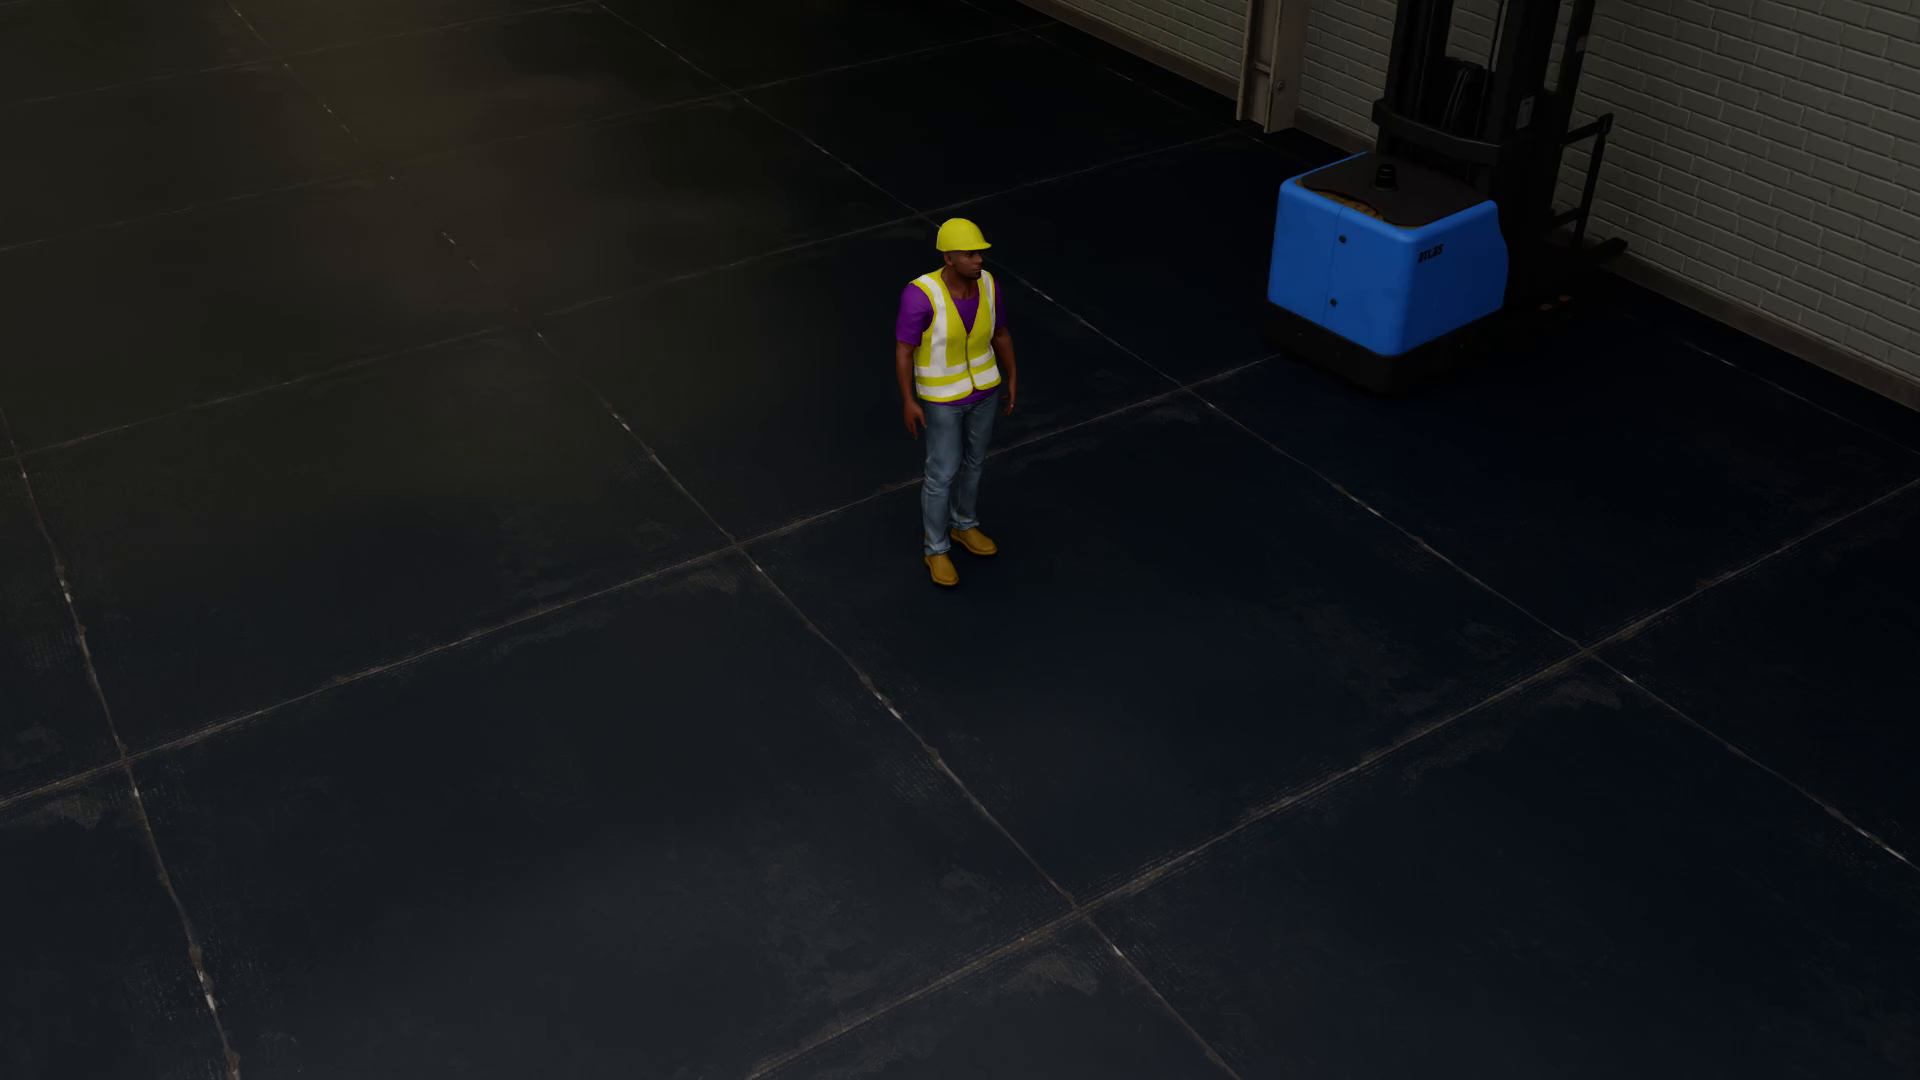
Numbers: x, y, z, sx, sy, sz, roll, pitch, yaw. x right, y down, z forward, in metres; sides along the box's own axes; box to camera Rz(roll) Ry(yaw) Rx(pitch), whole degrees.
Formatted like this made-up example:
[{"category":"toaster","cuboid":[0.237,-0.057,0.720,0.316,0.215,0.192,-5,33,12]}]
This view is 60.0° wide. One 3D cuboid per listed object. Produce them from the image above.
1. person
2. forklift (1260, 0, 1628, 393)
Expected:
[{"category":"person","cuboid":[0.033,-0.693,8.134,0.665,1.768,0.575,-21,40,-27]},{"category":"forklift","cuboid":[3.355,-2.757,10.071,3.031,2.935,1.130,-24,42,-30]}]
